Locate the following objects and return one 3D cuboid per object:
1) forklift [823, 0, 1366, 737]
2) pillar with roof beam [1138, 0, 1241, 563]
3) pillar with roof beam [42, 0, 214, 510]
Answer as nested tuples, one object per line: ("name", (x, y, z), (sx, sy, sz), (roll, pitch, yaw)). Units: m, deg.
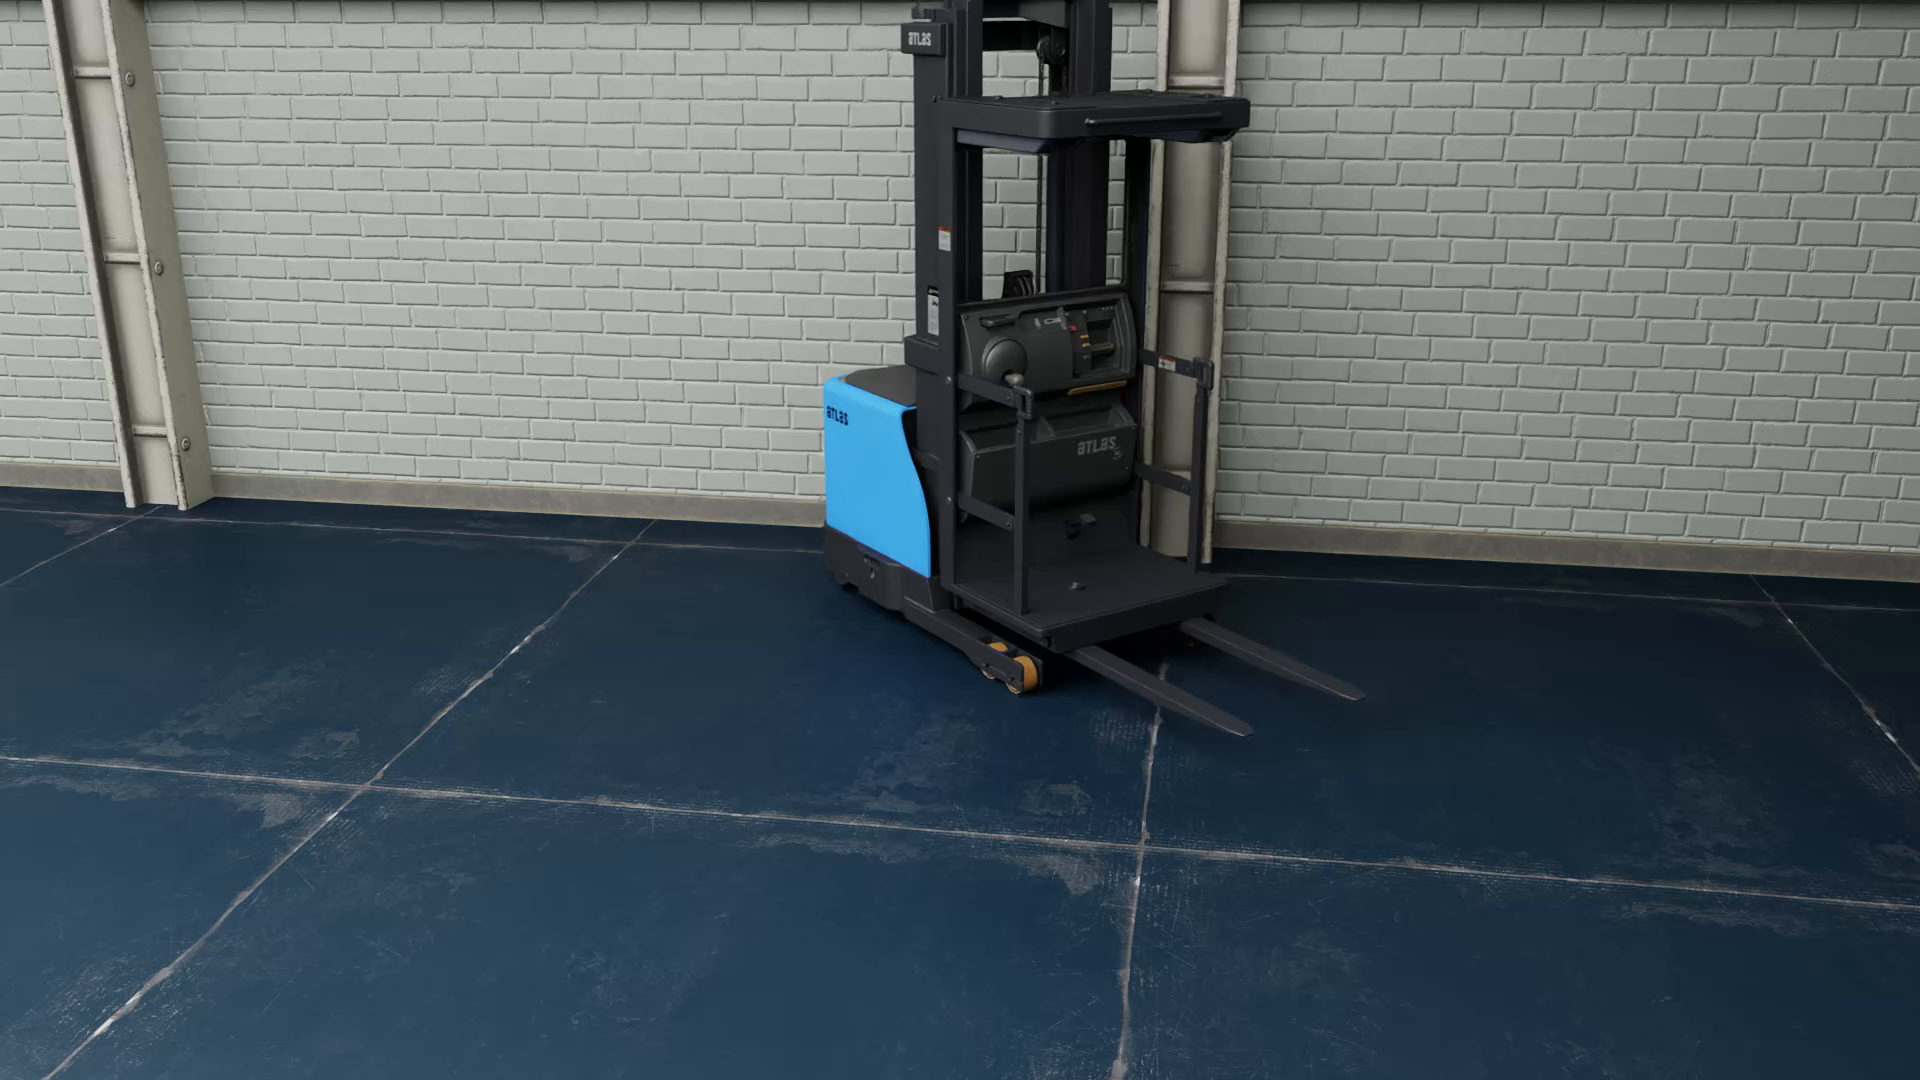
("forklift", (0.527, -0.887, 7.334), (1.130, 2.935, 3.031), (-12, 22, -32))
("pillar with roof beam", (0.499, -2.852, 3.644), (0.400, 9.000, 9.100), (3, 19, 9))
("pillar with roof beam", (-5.425, -3.154, 4.547), (0.400, 9.000, 9.100), (3, 19, 9))
